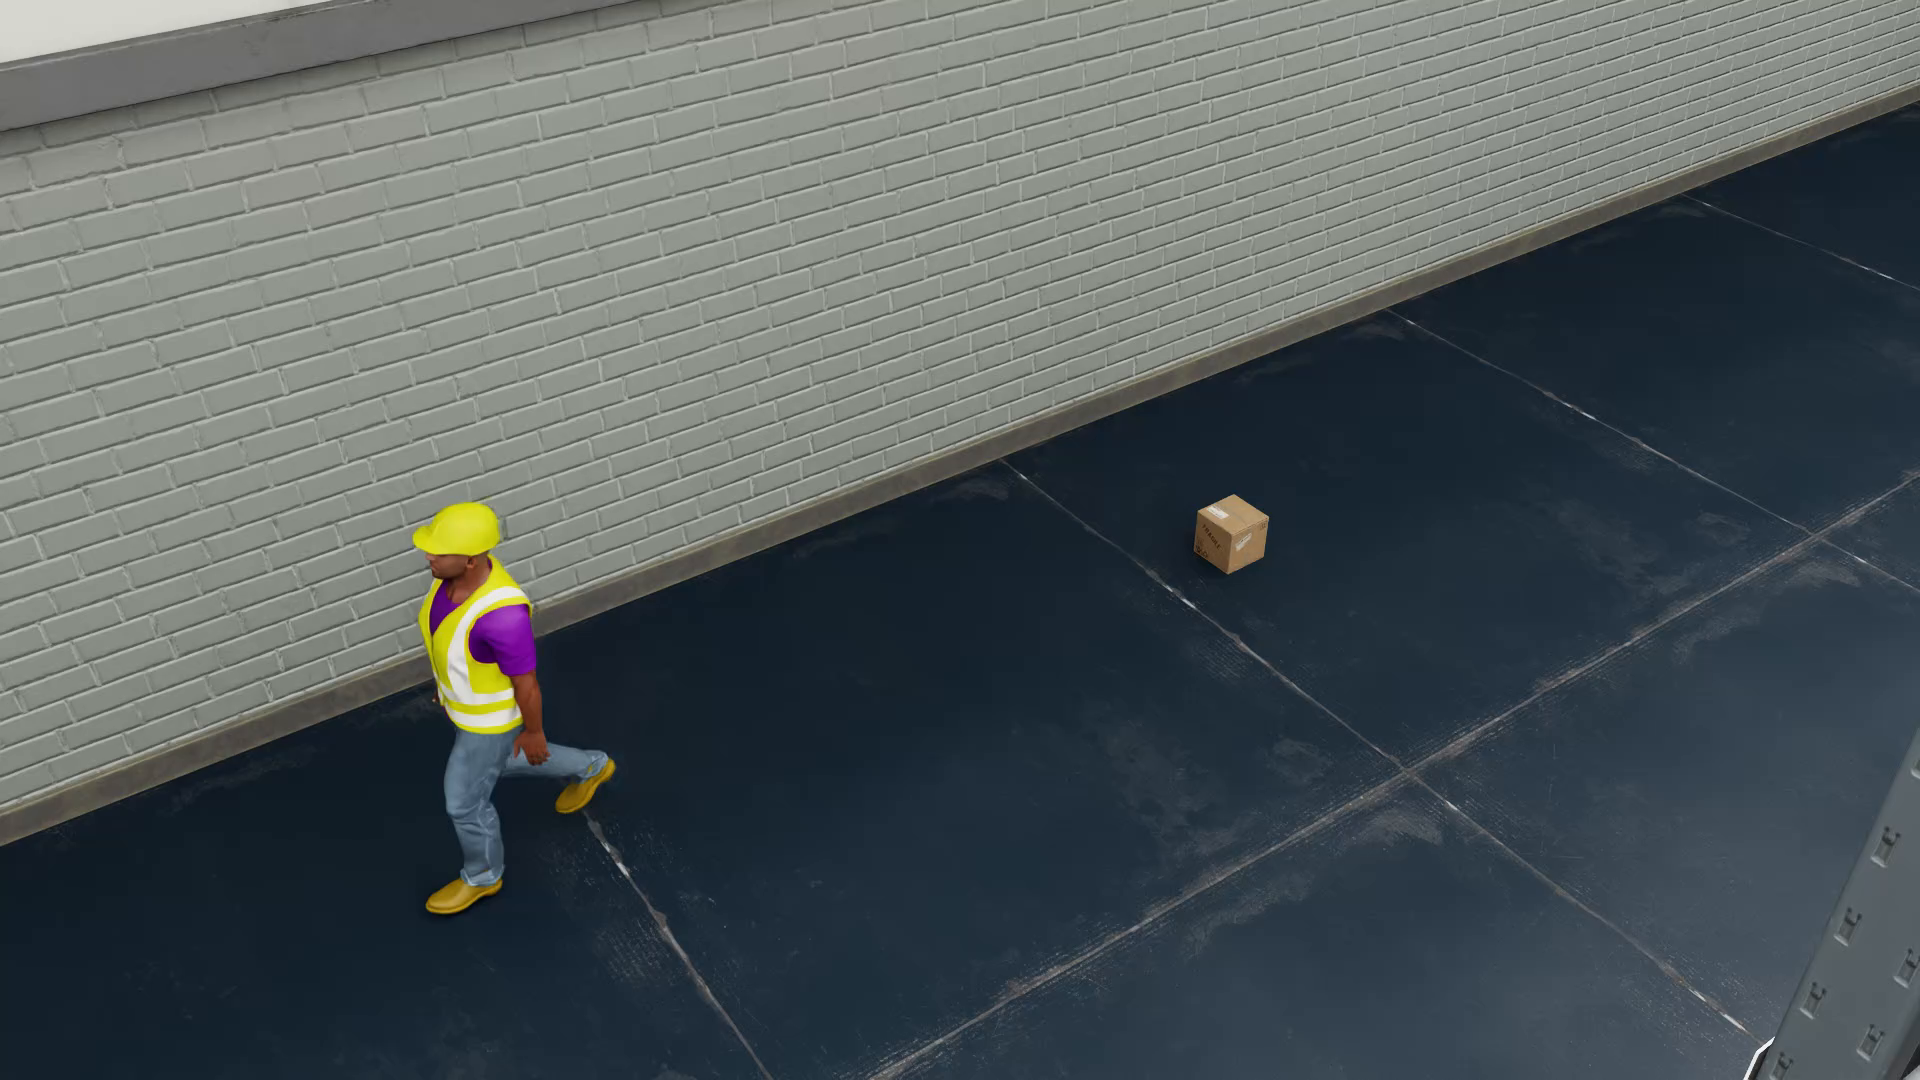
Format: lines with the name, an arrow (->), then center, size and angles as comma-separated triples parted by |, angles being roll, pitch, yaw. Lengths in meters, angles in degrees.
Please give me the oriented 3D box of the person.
person -> -1.739, 0.576, 6.187 | 0.880, 1.741, 0.569 | -21, 41, -26
